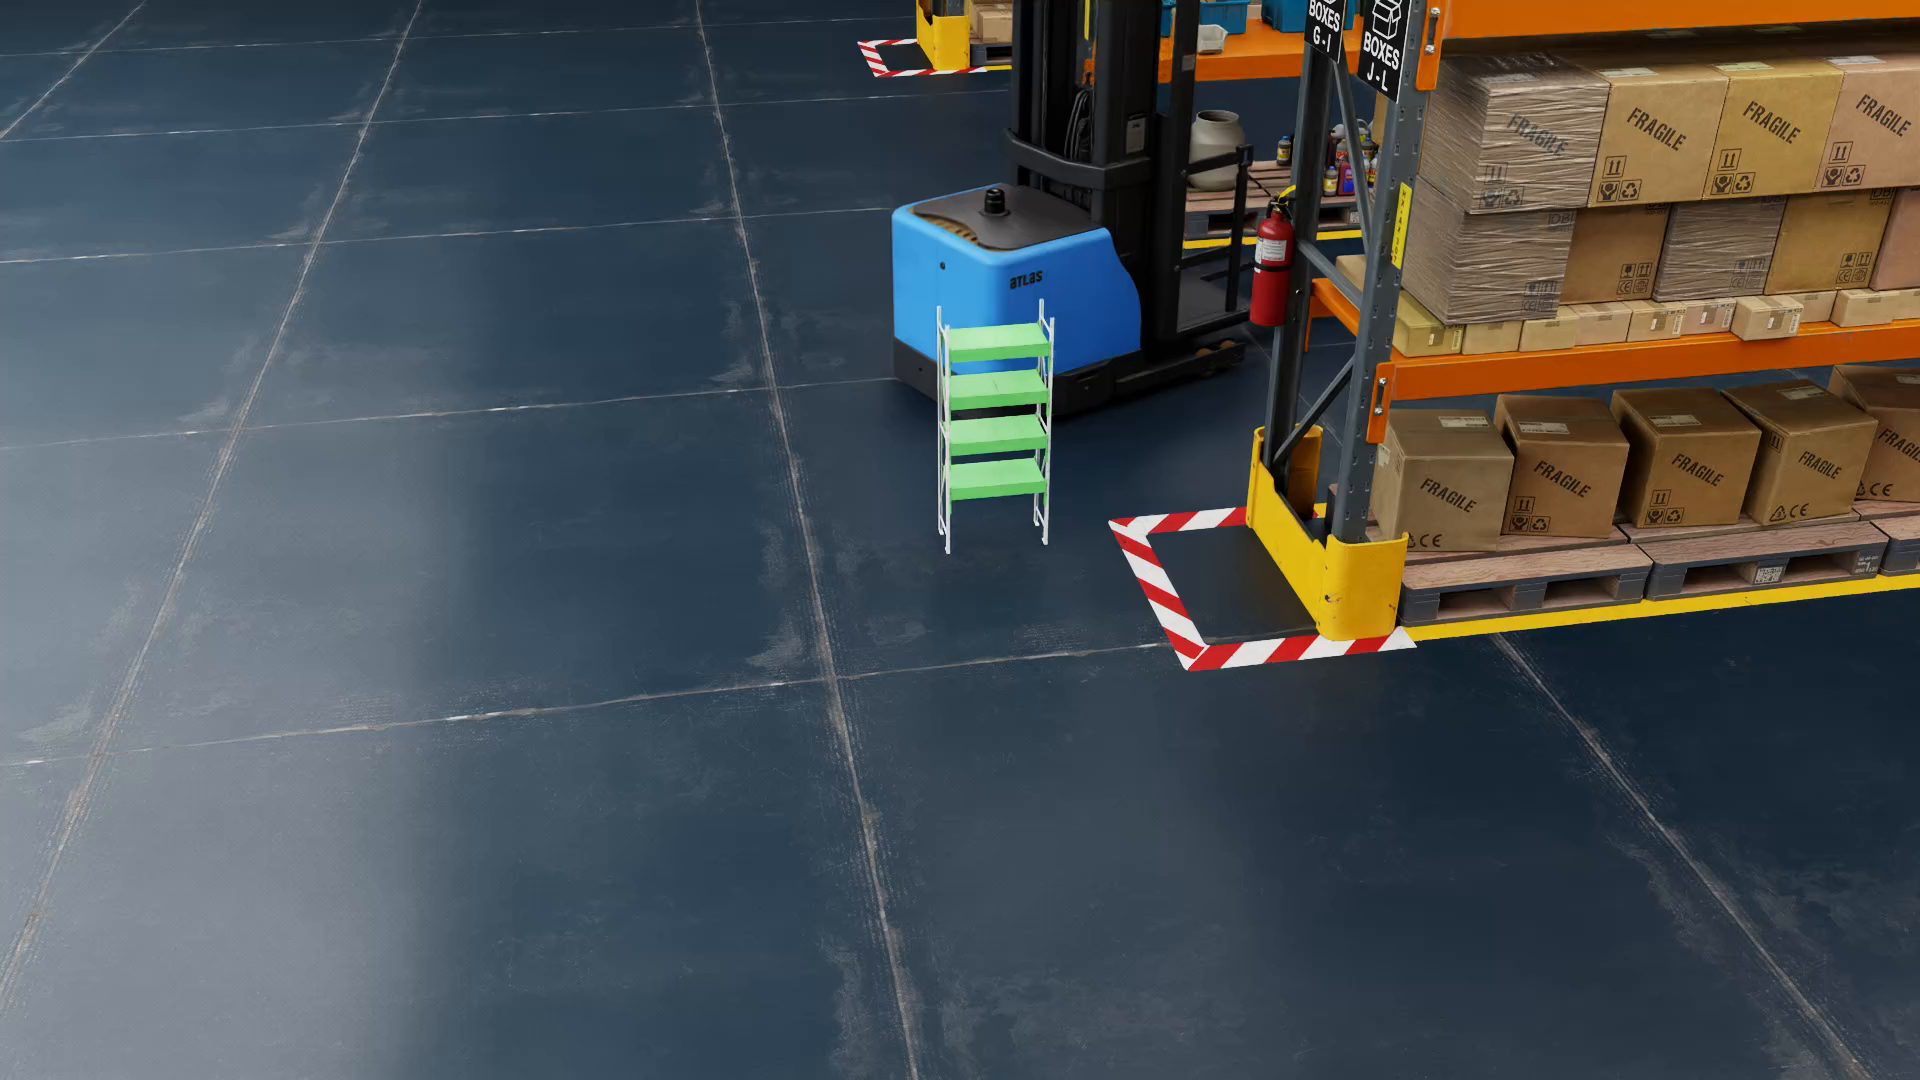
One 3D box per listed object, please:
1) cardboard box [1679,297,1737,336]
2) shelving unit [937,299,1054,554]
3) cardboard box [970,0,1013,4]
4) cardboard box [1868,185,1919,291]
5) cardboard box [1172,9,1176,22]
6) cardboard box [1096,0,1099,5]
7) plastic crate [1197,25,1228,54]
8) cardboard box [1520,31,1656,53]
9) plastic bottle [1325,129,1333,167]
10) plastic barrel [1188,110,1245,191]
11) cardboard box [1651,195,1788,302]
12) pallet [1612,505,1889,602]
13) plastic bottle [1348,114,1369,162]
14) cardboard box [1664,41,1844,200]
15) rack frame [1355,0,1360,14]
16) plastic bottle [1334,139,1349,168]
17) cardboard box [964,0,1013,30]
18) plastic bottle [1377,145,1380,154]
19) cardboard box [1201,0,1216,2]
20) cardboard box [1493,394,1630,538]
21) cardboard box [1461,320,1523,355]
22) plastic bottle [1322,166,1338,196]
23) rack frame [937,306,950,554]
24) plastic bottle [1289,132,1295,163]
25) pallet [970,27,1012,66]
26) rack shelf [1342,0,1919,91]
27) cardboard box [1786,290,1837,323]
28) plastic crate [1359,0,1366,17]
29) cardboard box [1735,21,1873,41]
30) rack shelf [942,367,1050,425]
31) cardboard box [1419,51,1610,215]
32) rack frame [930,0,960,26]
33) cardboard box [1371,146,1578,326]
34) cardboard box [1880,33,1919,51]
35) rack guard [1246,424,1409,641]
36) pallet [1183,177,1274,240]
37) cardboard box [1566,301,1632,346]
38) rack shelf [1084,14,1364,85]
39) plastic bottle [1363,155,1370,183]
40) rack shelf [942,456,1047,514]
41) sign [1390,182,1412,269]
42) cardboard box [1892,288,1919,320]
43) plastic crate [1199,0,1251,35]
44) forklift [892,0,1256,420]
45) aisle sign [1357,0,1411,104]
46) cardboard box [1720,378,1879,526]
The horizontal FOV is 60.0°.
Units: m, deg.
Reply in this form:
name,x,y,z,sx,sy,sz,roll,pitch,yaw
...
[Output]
name,x,y,z,sx,sy,sz,roll,pitch,yaw
cardboard box,3.186,-1.048,7.322,0.250,0.149,0.380,-5,31,-9
shelving unit,0.163,-0.532,7.972,0.503,1.200,0.258,-5,31,-9
cardboard box,0.327,-5.588,16.353,0.500,0.500,0.500,-5,31,-9
cardboard box,4.143,-1.534,7.508,0.500,0.500,0.875,-5,31,-9
cardboard box,1.897,-5.142,16.333,0.500,0.250,0.500,-5,31,-9
cardboard box,1.402,-5.427,16.079,0.500,0.500,0.500,-5,31,-9
plastic crate,1.680,-3.409,11.349,0.250,0.136,0.298,-5,31,-9
cardboard box,2.621,-1.956,7.239,0.500,0.500,0.500,-5,31,-9
plastic bottle,2.742,-2.963,12.575,0.133,0.283,0.061,-5,31,-9
plastic barrel,1.868,-2.854,12.185,0.421,0.512,0.421,0,30,0
cardboard box,3.150,-1.470,7.398,0.500,0.500,0.875,-5,31,-9
pallet,3.712,-0.103,8.217,1.213,0.211,1.003,-5,31,-9
plastic bottle,3.021,-3.075,12.699,0.185,0.351,0.144,-4,31,-7
cardboard box,3.209,-1.737,6.867,0.500,0.500,0.500,-5,31,-9
rack frame,3.788,-6.437,16.238,0.127,3.000,1.000,-5,31,-9
plastic bottle,2.900,-2.933,12.605,0.097,0.201,0.097,0,30,0
cardboard box,0.328,-5.264,16.541,0.500,0.250,0.500,-5,31,-9
plastic bottle,3.255,-2.988,12.625,0.135,0.276,0.152,-5,31,-9
cardboard box,2.386,-5.517,16.232,0.500,0.500,0.500,-5,31,-9
cardboard box,2.833,-0.356,7.948,0.500,0.500,0.500,2,31,4
cardboard box,2.207,-0.944,7.144,0.250,0.149,0.380,-5,31,-9
plastic bottle,2.683,-2.605,12.047,0.097,0.201,0.097,0,30,0
rack frame,-0.077,-0.510,7.934,0.015,1.200,0.240,-5,31,-9
plastic bottle,2.581,-3.026,12.683,0.133,0.283,0.061,-5,31,-8
pallet,0.598,-4.960,16.478,1.213,0.211,1.003,-5,31,-9
rack shelf,3.601,-2.298,6.949,4.000,0.370,1.077,-5,31,-9
cardboard box,3.672,-1.109,7.424,0.250,0.149,0.380,-5,31,-9
plastic crate,3.290,-3.892,12.119,0.662,0.188,0.450,-5,31,-9
cardboard box,3.607,-2.042,7.386,0.500,0.500,0.500,-5,31,-9
rack shelf,0.163,-0.684,7.882,0.480,0.148,0.258,-5,31,-9
cardboard box,2.224,-1.649,6.716,0.500,0.500,0.500,-5,31,-9
rack frame,-0.147,-6.072,15.617,0.127,3.000,1.000,-5,31,-9
cardboard box,2.180,-1.340,7.178,0.500,0.500,0.875,-5,31,-9
cardboard box,4.192,-1.830,7.024,0.500,0.500,0.500,-5,31,-9
rack guard,1.709,-0.062,7.862,0.348,0.500,1.175,-5,31,-9
pallet,1.608,-2.501,12.296,1.213,0.211,1.003,-5,31,-9
cardboard box,2.697,-0.993,7.227,0.250,0.149,0.380,-5,31,-9
rack shelf,2.709,-3.474,11.909,4.000,0.370,1.077,-5,31,-9
plastic bottle,2.919,-2.657,12.066,0.097,0.271,0.097,0,30,0
rack shelf,0.163,-0.270,8.126,0.480,0.148,0.258,-5,31,-9
sign,1.732,-1.235,6.537,0.005,0.325,0.100,-5,31,-9
cardboard box,4.172,-1.133,7.466,0.250,0.149,0.380,-5,31,-9
plastic crate,1.820,-3.789,11.881,0.408,0.251,0.499,-5,31,-9
forklift,1.098,-2.433,9.497,3.031,2.935,1.130,-20,36,-30
aisle sign,1.627,-2.098,6.293,0.004,0.787,0.394,-5,31,-9
cardboard box,4.009,-0.432,8.078,0.500,0.500,0.500,-8,31,-13
